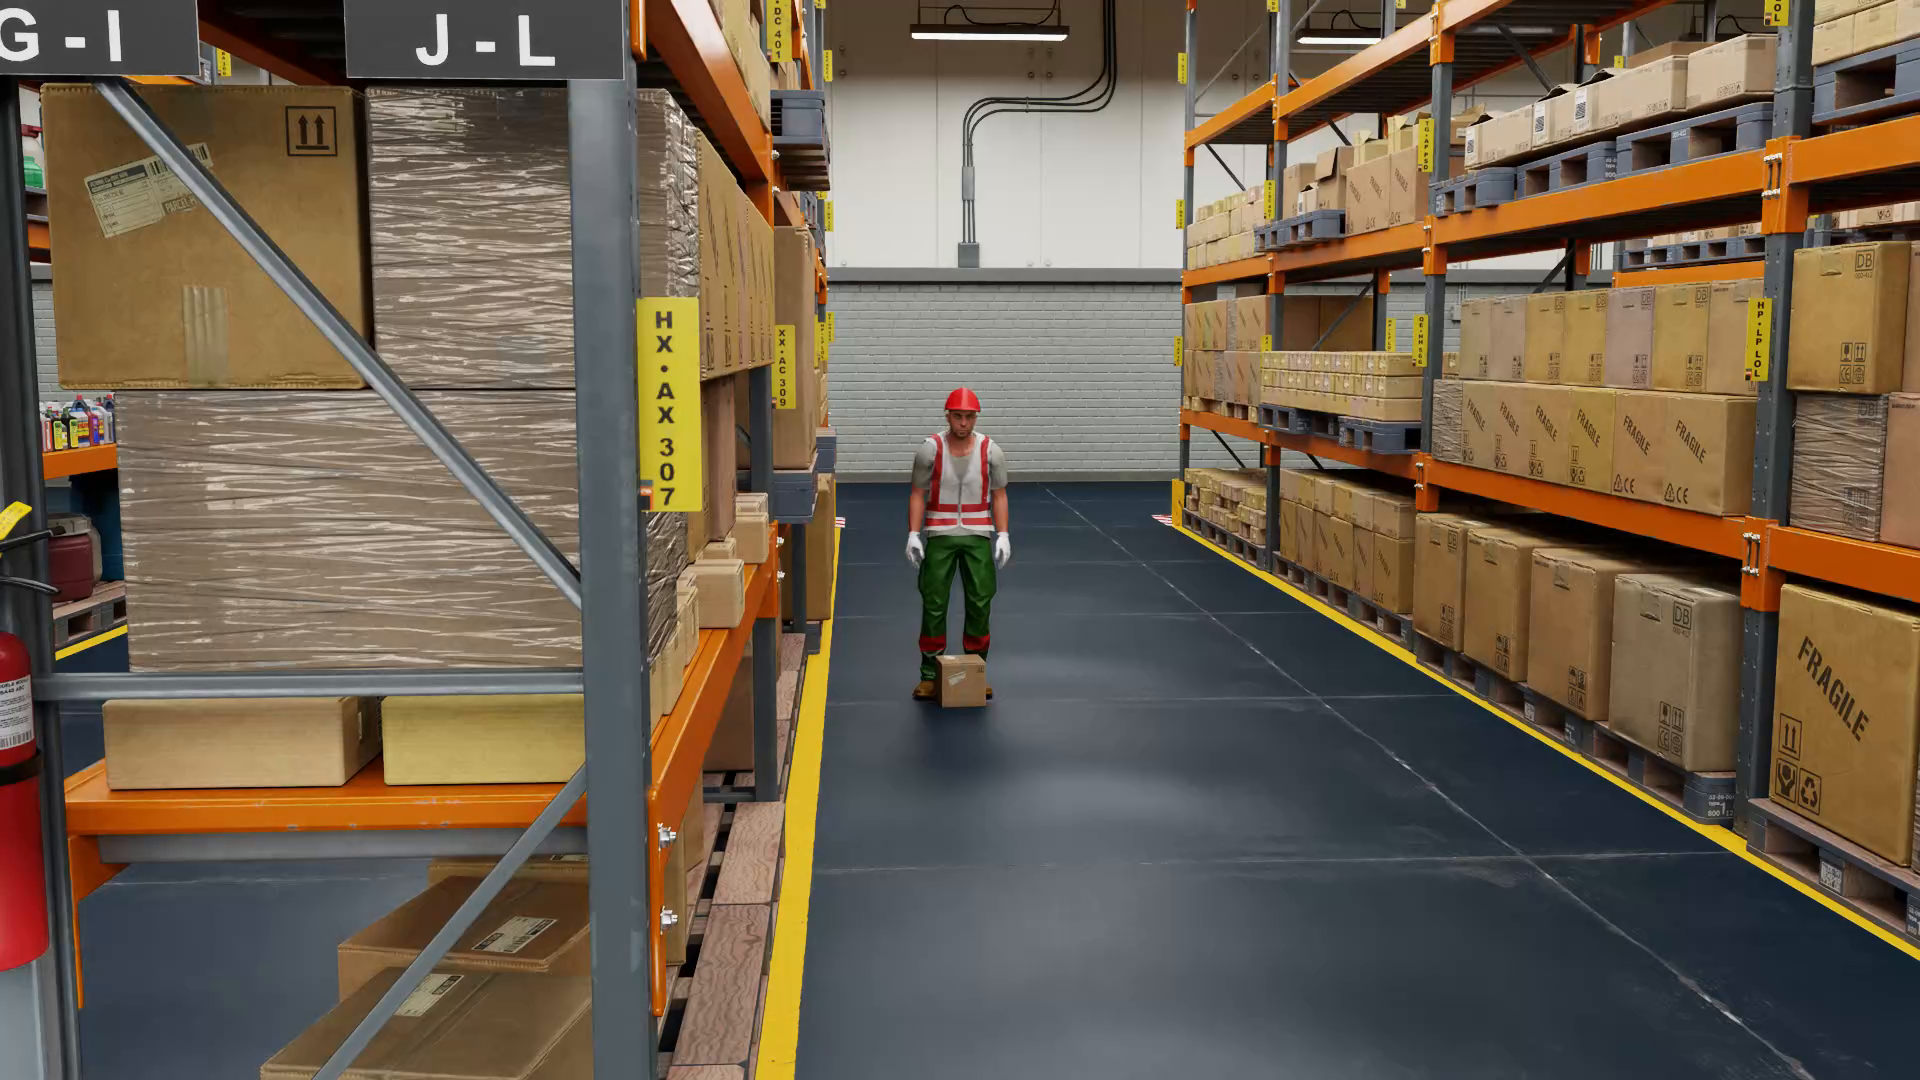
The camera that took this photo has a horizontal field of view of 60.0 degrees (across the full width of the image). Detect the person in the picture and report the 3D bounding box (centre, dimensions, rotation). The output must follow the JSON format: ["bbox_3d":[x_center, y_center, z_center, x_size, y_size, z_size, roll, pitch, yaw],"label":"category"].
[{"bbox_3d":[-0.009,0.013,9.565,0.608,1.780,0.448,0,7,-3],"label":"person"}]
